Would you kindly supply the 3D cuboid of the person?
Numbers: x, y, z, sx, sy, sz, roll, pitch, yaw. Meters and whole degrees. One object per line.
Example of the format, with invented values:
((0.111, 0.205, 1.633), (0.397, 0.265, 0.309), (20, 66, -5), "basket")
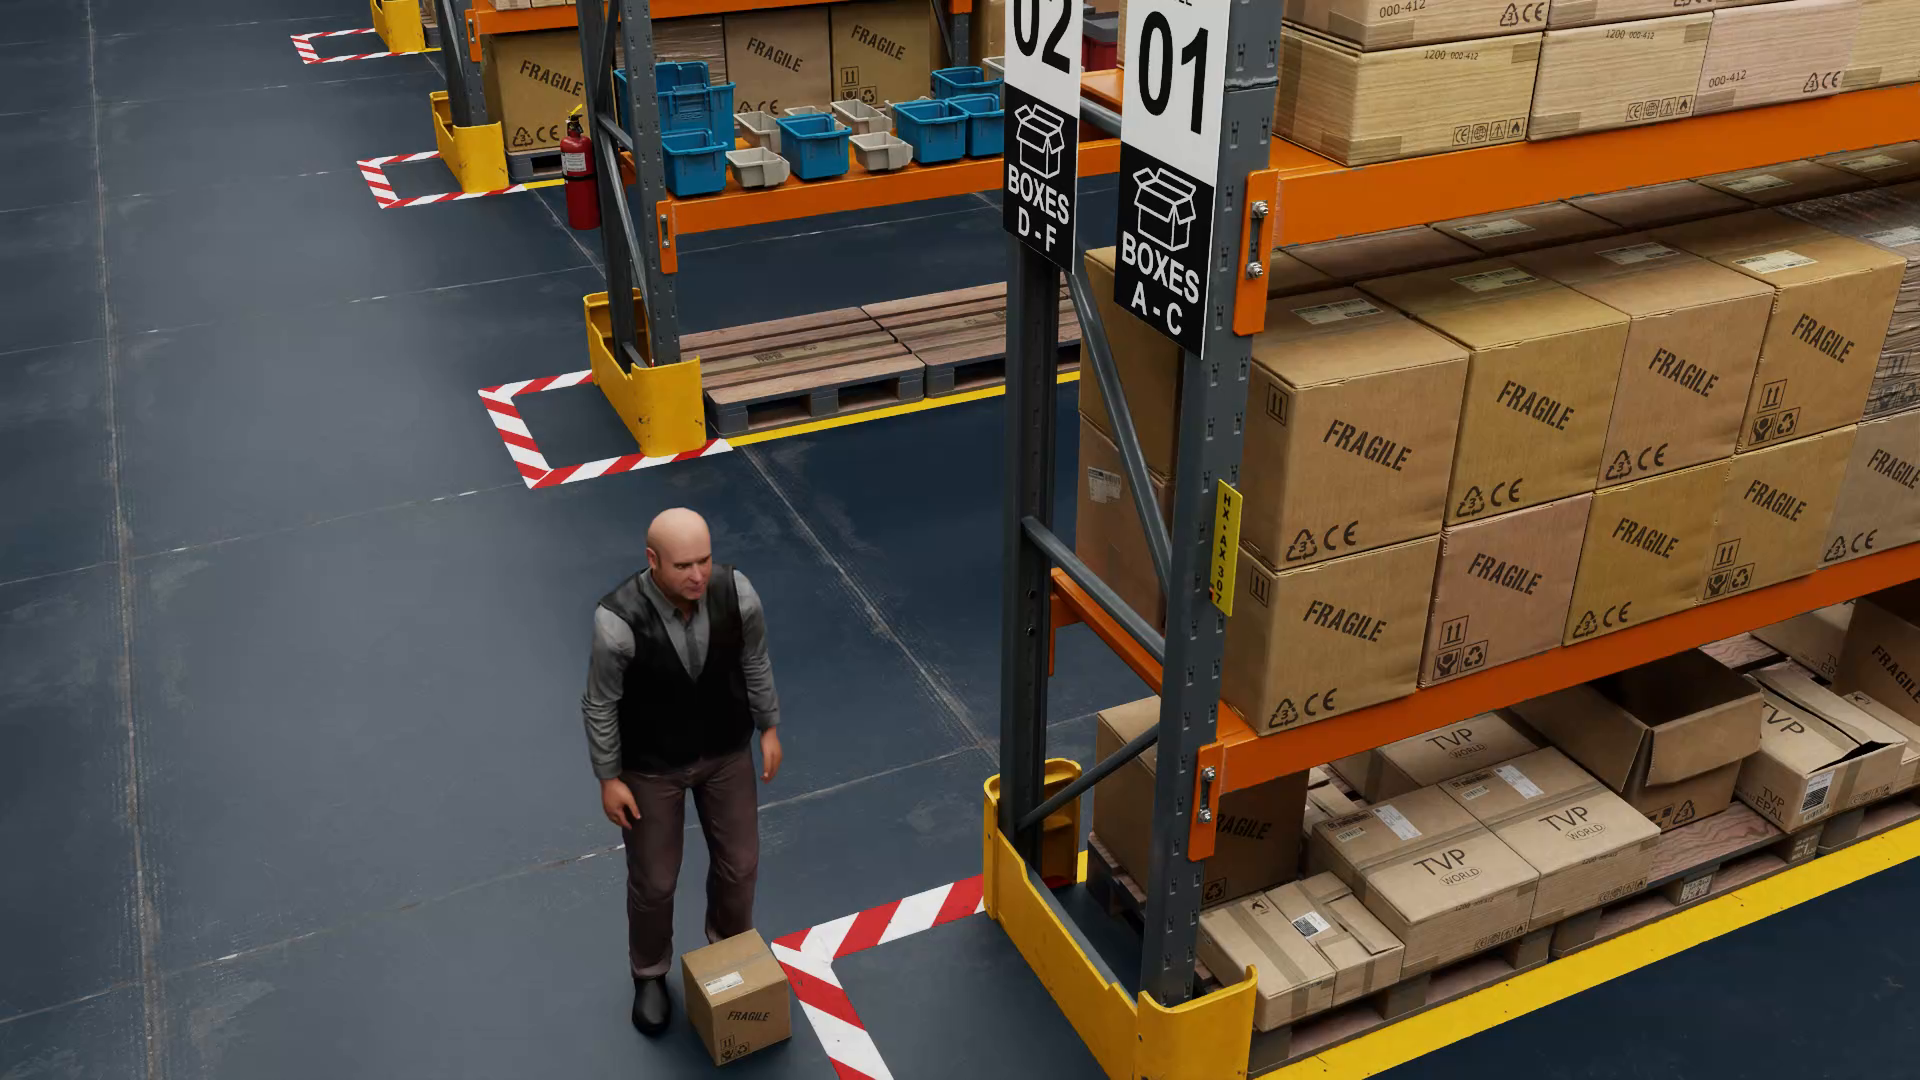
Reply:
((-0.809, 0.658, 4.974), (0.590, 1.722, 0.465), (-16, 33, -26), "person")
